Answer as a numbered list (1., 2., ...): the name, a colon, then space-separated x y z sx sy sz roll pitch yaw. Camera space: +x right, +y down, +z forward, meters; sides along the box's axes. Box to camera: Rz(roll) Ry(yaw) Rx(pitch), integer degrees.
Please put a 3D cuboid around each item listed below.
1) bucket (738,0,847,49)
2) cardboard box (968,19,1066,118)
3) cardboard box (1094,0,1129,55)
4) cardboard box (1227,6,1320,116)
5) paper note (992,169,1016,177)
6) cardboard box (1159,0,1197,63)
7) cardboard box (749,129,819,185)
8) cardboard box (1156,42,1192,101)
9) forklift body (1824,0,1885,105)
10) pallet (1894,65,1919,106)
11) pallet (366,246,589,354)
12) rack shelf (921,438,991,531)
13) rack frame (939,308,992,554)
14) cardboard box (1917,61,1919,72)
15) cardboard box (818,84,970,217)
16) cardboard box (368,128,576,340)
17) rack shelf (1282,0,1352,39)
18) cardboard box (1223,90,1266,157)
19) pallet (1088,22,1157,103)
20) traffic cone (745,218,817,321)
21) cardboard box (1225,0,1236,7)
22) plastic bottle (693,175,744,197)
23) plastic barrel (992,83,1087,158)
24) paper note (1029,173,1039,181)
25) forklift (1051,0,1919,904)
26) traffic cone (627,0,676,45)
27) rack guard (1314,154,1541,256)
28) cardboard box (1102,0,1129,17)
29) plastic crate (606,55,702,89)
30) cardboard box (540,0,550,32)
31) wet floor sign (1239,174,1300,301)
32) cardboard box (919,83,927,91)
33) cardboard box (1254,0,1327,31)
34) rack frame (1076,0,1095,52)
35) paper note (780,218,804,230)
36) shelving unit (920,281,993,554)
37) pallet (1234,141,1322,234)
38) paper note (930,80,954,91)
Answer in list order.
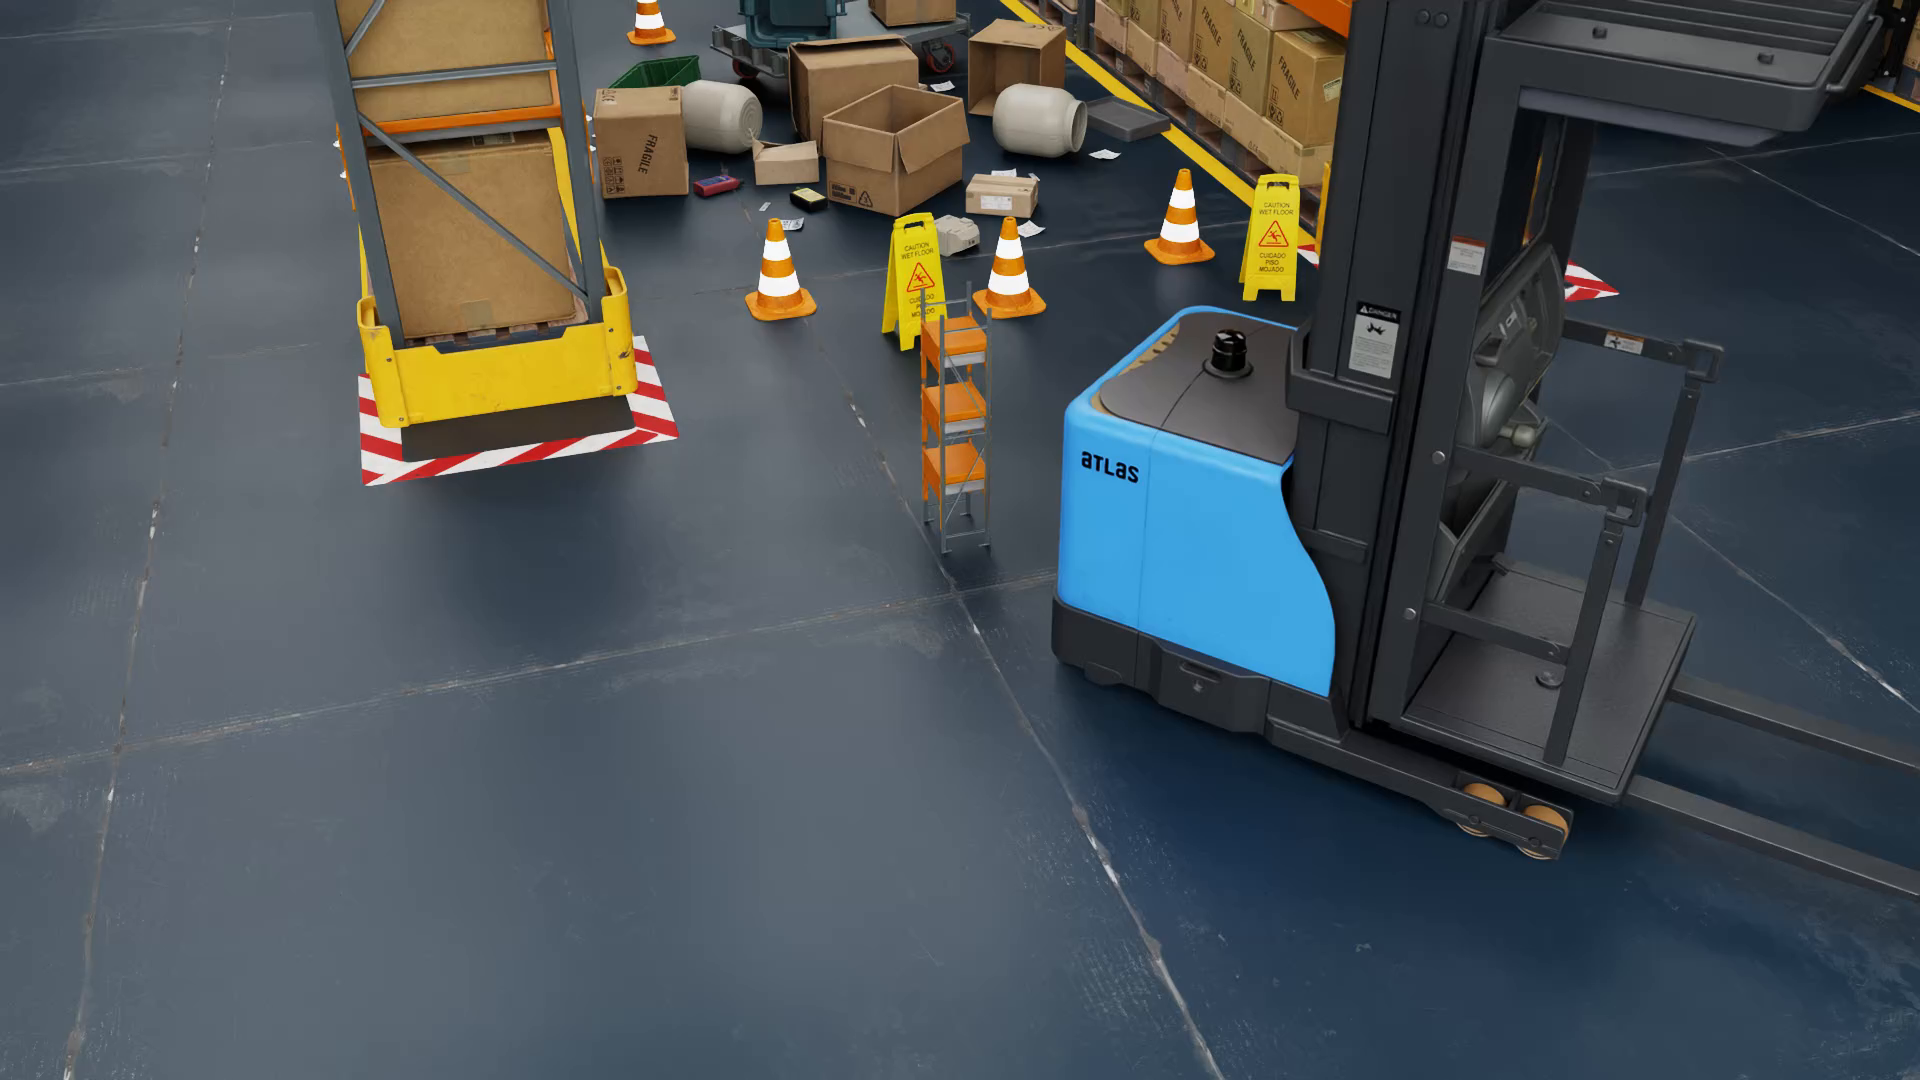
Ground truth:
1. bucket: -1.099 -3.633 11.118 0.726 0.611 0.620 1 23 2
2. cardboard box: 0.378 -3.101 10.987 0.500 0.500 0.500 13 36 18
3. cardboard box: 1.270 -3.607 11.601 0.500 0.250 0.500 -12 35 -17
4. cardboard box: 1.912 -2.825 9.738 0.500 0.500 0.500 -9 34 -13
5. paper note: 0.267 -2.223 10.097 0.148 0.019 0.142 1 33 2
6. cardboard box: 1.601 -3.368 10.560 0.500 0.500 0.500 -8 34 -12
7. cardboard box: -1.058 -2.315 10.013 0.396 0.266 0.258 -4 34 -6
8. cardboard box: 1.608 -3.051 10.759 0.500 0.250 0.500 -10 35 -15
9. forklift body: 4.977 -4.006 10.861 2.313 2.155 1.214 -10 35 -15
10. pallet: 7.020 -2.902 10.950 1.003 0.211 1.213 -10 35 -15
11. pallet: -2.435 -1.192 8.362 1.003 0.211 1.213 -10 35 -15
12. rack shelf: -0.016 -0.225 6.662 0.215 0.259 0.240 -10 35 -15
13. rack frame: 0.021 -0.402 6.406 0.200 1.050 0.008 -10 35 -15
14. cardboard box: 6.706 -3.155 10.917 0.500 0.250 0.500 -10 35 -15
15. cardboard box: -0.380 -2.289 9.758 0.637 0.503 0.797 19 38 26
16. cardboard box: -2.386 -1.582 7.970 0.875 0.875 0.875 -10 35 -14
17. rack shelf: 1.957 -3.584 10.106 1.077 0.370 4.000 -10 35 -15
18. cardboard box: 1.914 -2.515 9.948 0.500 0.250 0.500 -10 35 -15
19. pallet: 1.585 -3.424 11.741 1.003 0.211 1.213 -10 35 -15
20. traffic cone: -0.926 -1.408 8.461 0.336 0.463 0.334 -10 35 -15
21. cardboard box: 1.746 -3.275 9.830 0.380 0.149 0.250 -9 34 -13
22. plastic bottle: -1.432 -2.117 9.898 0.283 0.061 0.133 -23 40 -31
23. plastic barrel: 0.495 -2.589 10.284 0.512 0.421 0.421 13 36 18
24. paper note: 0.449 -2.197 10.066 0.032 0.001 0.123 -10 35 -15
25. forklift: 1.850 -0.555 4.932 3.031 2.935 1.130 19 38 26
26. traffic cone: -2.307 -3.948 12.306 0.336 0.463 0.334 -10 35 -15
27. rack guard: 2.544 -1.831 9.068 1.175 0.500 0.348 -10 35 -15
28. cardboard box: 1.270 -3.920 11.394 0.500 0.500 0.500 -8 34 -12
29. plastic crate: -2.036 -3.029 11.111 0.450 0.188 0.662 -2 32 16
30. cardboard box: -2.512 -2.799 8.128 0.875 0.550 0.550 -10 35 -15
31. wet floor sign: 1.606 -1.572 8.544 0.267 0.644 0.232 1 33 2
32. cardboard box: -0.449 -3.005 11.057 0.396 0.266 0.258 19 38 26
33. cardboard box: 1.898 -3.004 9.420 0.380 0.149 0.250 -9 35 -13
34. rack frame: 1.347 -4.934 11.496 1.000 3.000 0.127 -10 35 -15
35. paper note: -0.965 -1.796 9.442 0.144 0.017 0.142 1 33 2
36. shelving unit: -0.016 -0.466 6.503 0.215 1.050 0.252 -10 35 -15
37. pallet: 2.330 -2.143 9.802 1.003 0.211 1.213 -10 35 -15
38. paper note: -0.116 -3.130 11.460 0.148 0.019 0.142 -10 35 -15
